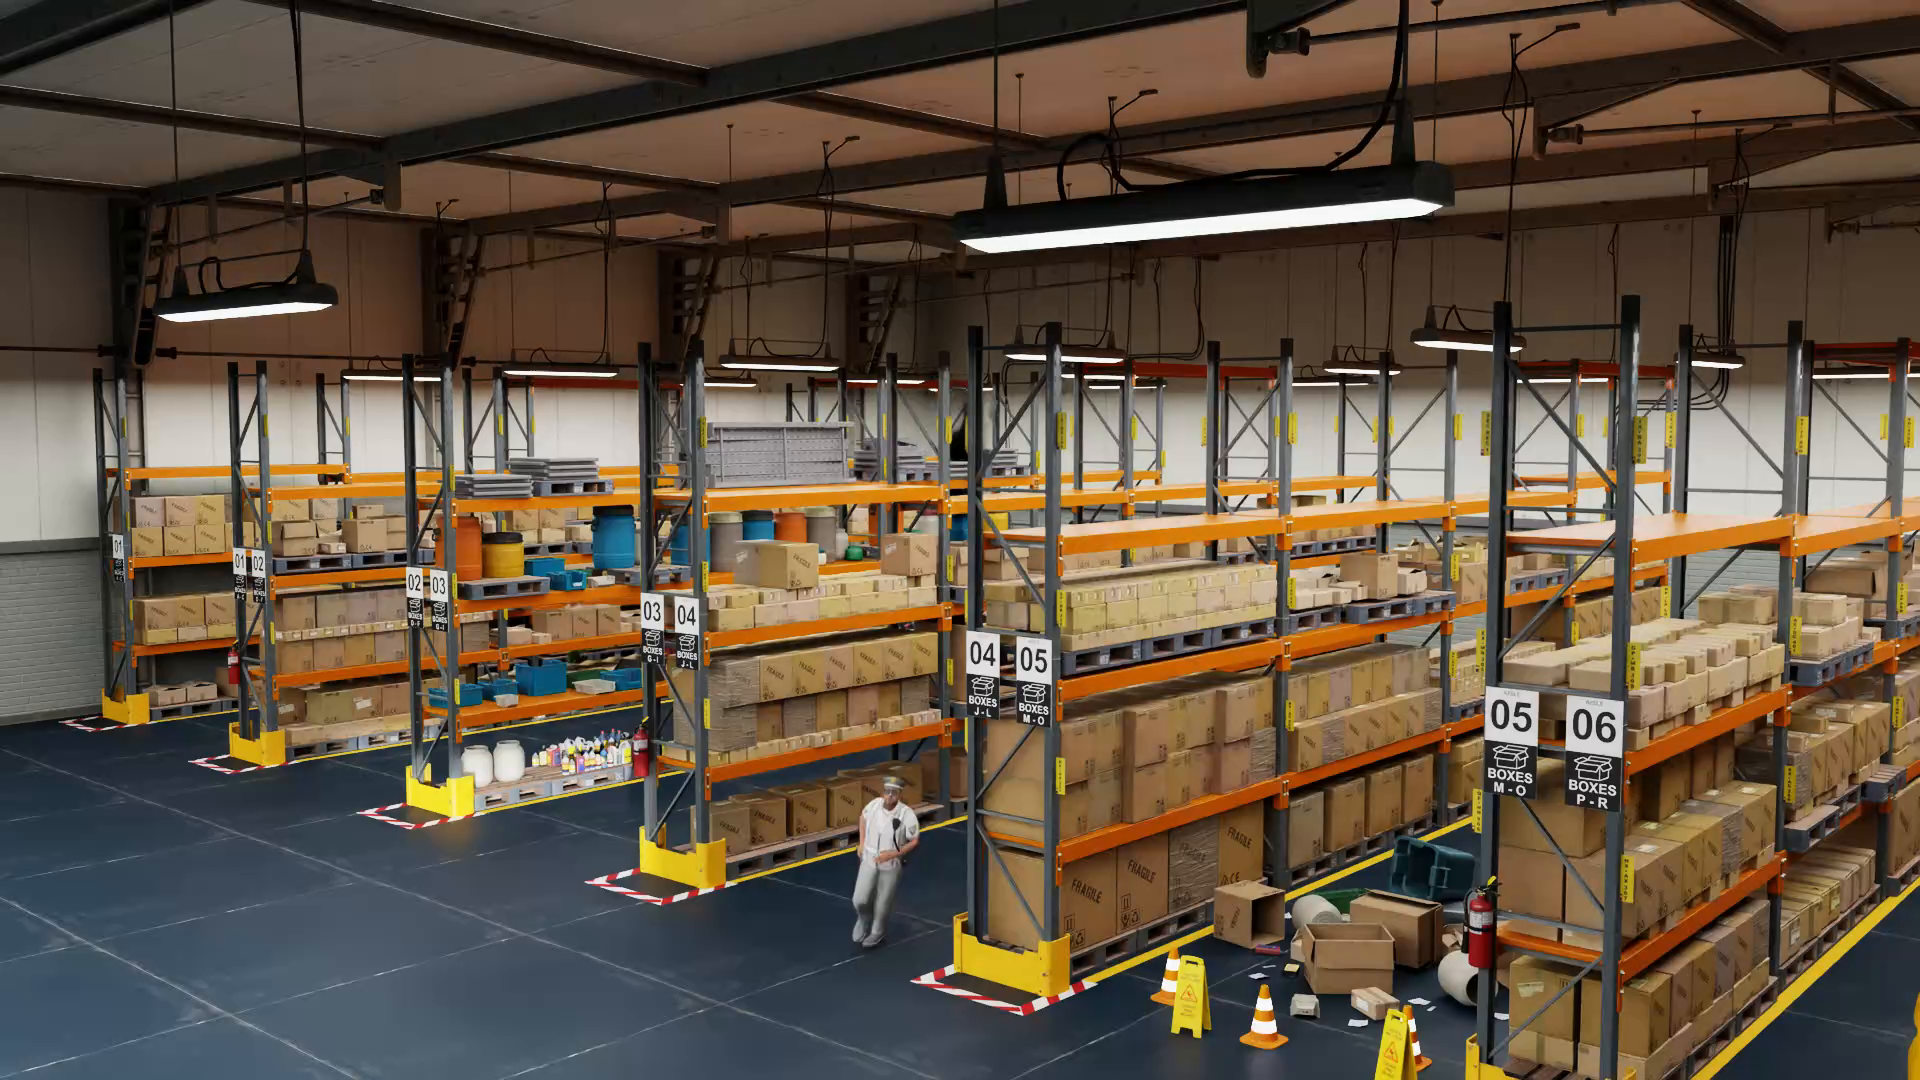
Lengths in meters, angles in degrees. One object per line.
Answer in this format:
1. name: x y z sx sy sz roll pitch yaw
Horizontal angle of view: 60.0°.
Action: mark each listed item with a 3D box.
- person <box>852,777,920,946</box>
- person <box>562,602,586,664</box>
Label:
1. person: -0.735 3.119 16.120 0.714 1.718 0.604 1 4 14
2. person: -7.525 1.879 32.420 0.639 1.839 0.782 2 5 28
